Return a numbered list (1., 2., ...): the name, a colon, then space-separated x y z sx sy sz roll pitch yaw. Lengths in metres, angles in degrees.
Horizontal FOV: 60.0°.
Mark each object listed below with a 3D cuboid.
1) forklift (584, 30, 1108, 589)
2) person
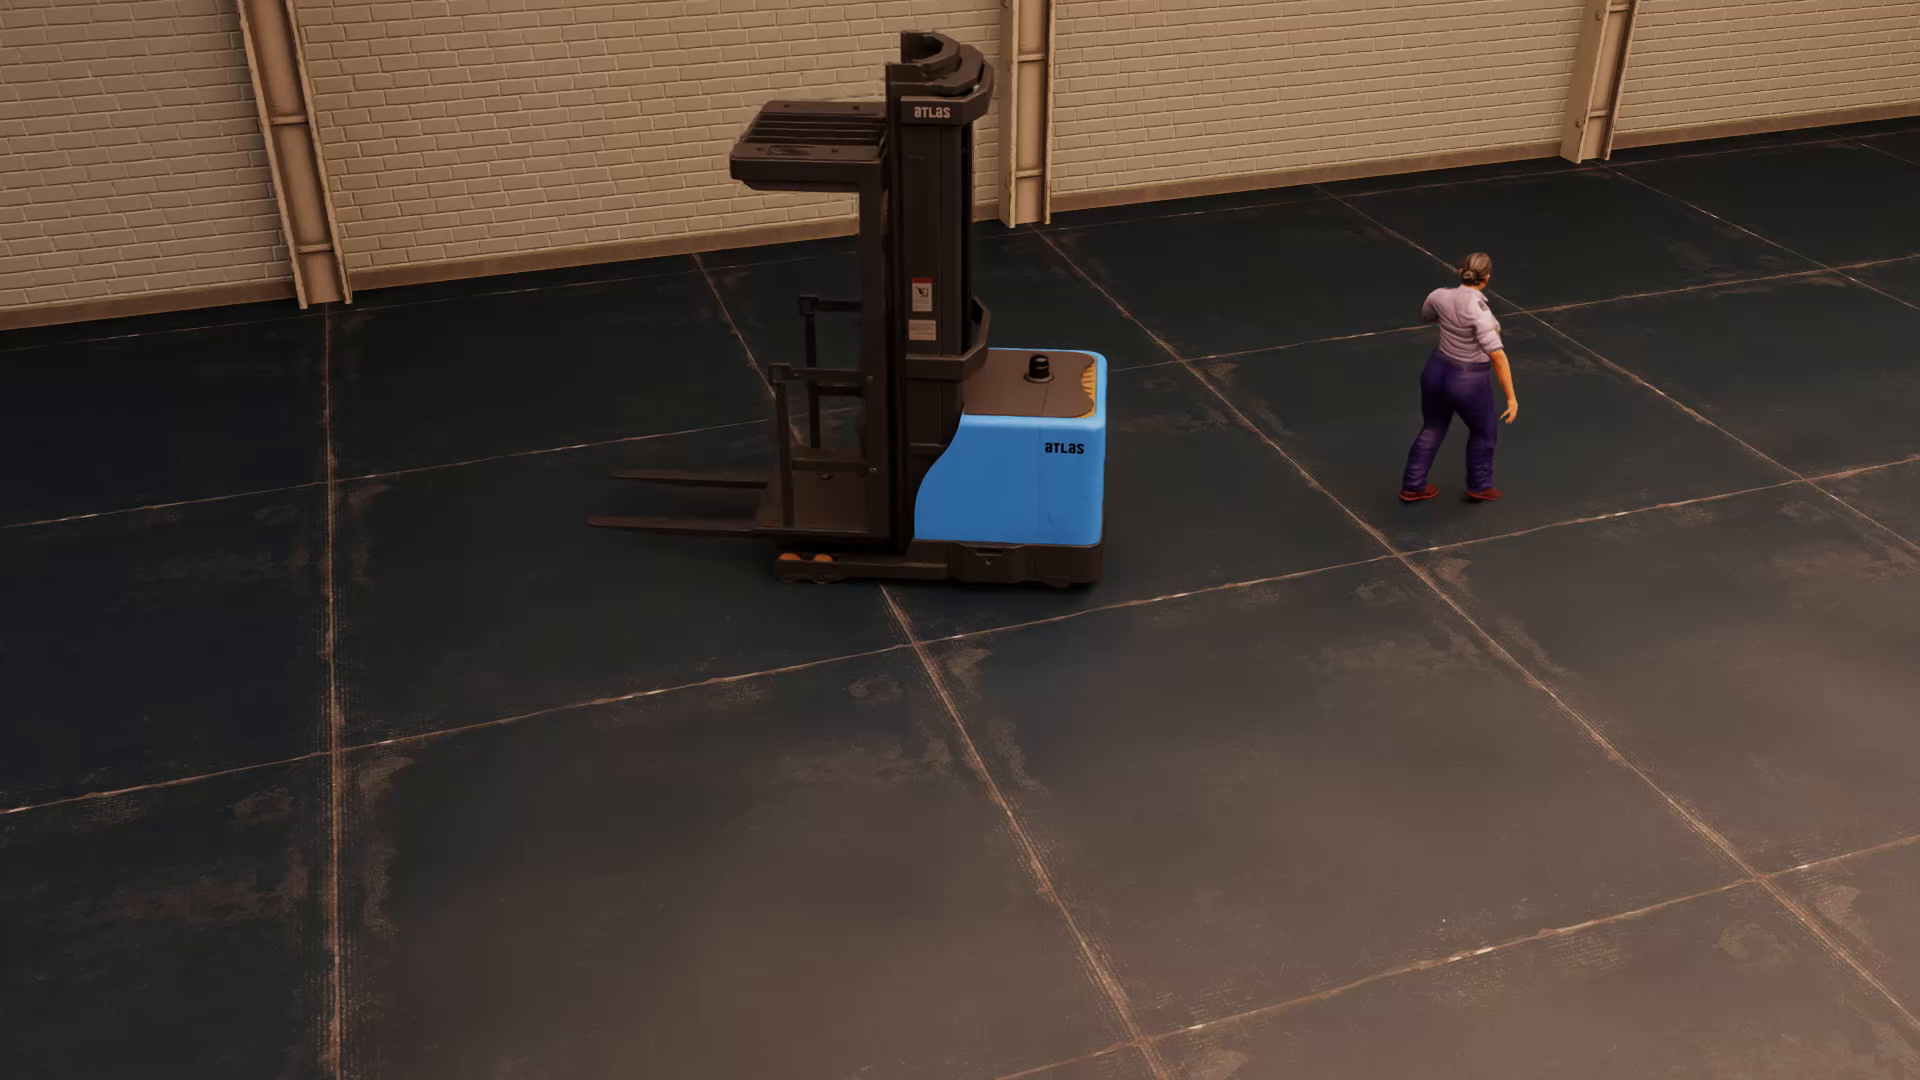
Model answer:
1. forklift: -0.669 -1.278 9.309 3.031 2.935 1.130 2 30 4
2. person: 3.110 -0.958 10.112 0.665 1.655 0.926 -17 34 -27
